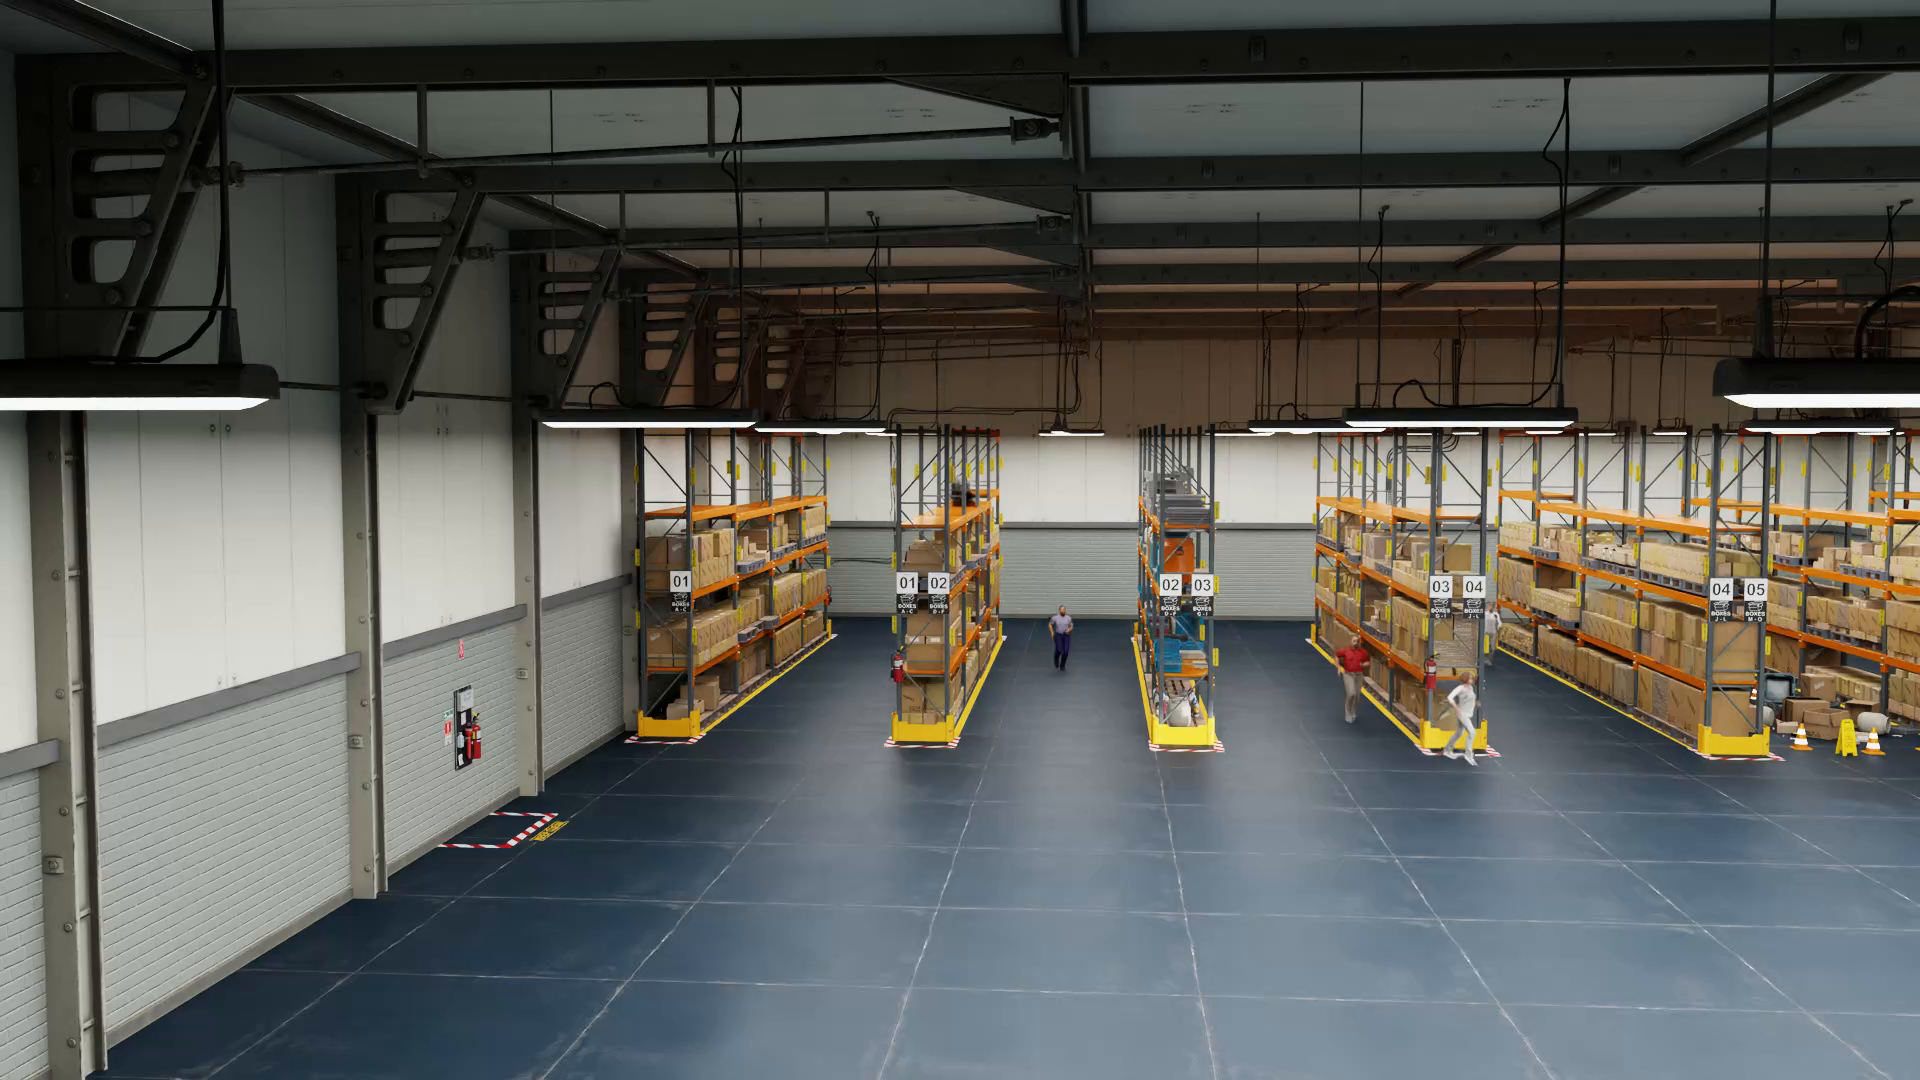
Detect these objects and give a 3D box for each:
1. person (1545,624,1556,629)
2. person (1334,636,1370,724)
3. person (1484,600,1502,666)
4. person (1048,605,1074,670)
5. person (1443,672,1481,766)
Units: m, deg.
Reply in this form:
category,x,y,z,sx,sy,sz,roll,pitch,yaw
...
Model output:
category,x,y,z,sx,sy,sz,roll,pitch,yaw
person,16.729,2.010,46.937,0.678,1.734,0.594,-1,4,-12
person,7.967,2.825,33.634,0.645,1.780,0.707,0,3,-7
person,13.330,2.345,41.791,0.607,1.654,0.545,0,3,5
person,2.519,2.400,40.989,0.593,1.569,0.566,-1,4,-9
person,8.855,3.138,29.324,0.677,1.645,0.530,2,4,34
